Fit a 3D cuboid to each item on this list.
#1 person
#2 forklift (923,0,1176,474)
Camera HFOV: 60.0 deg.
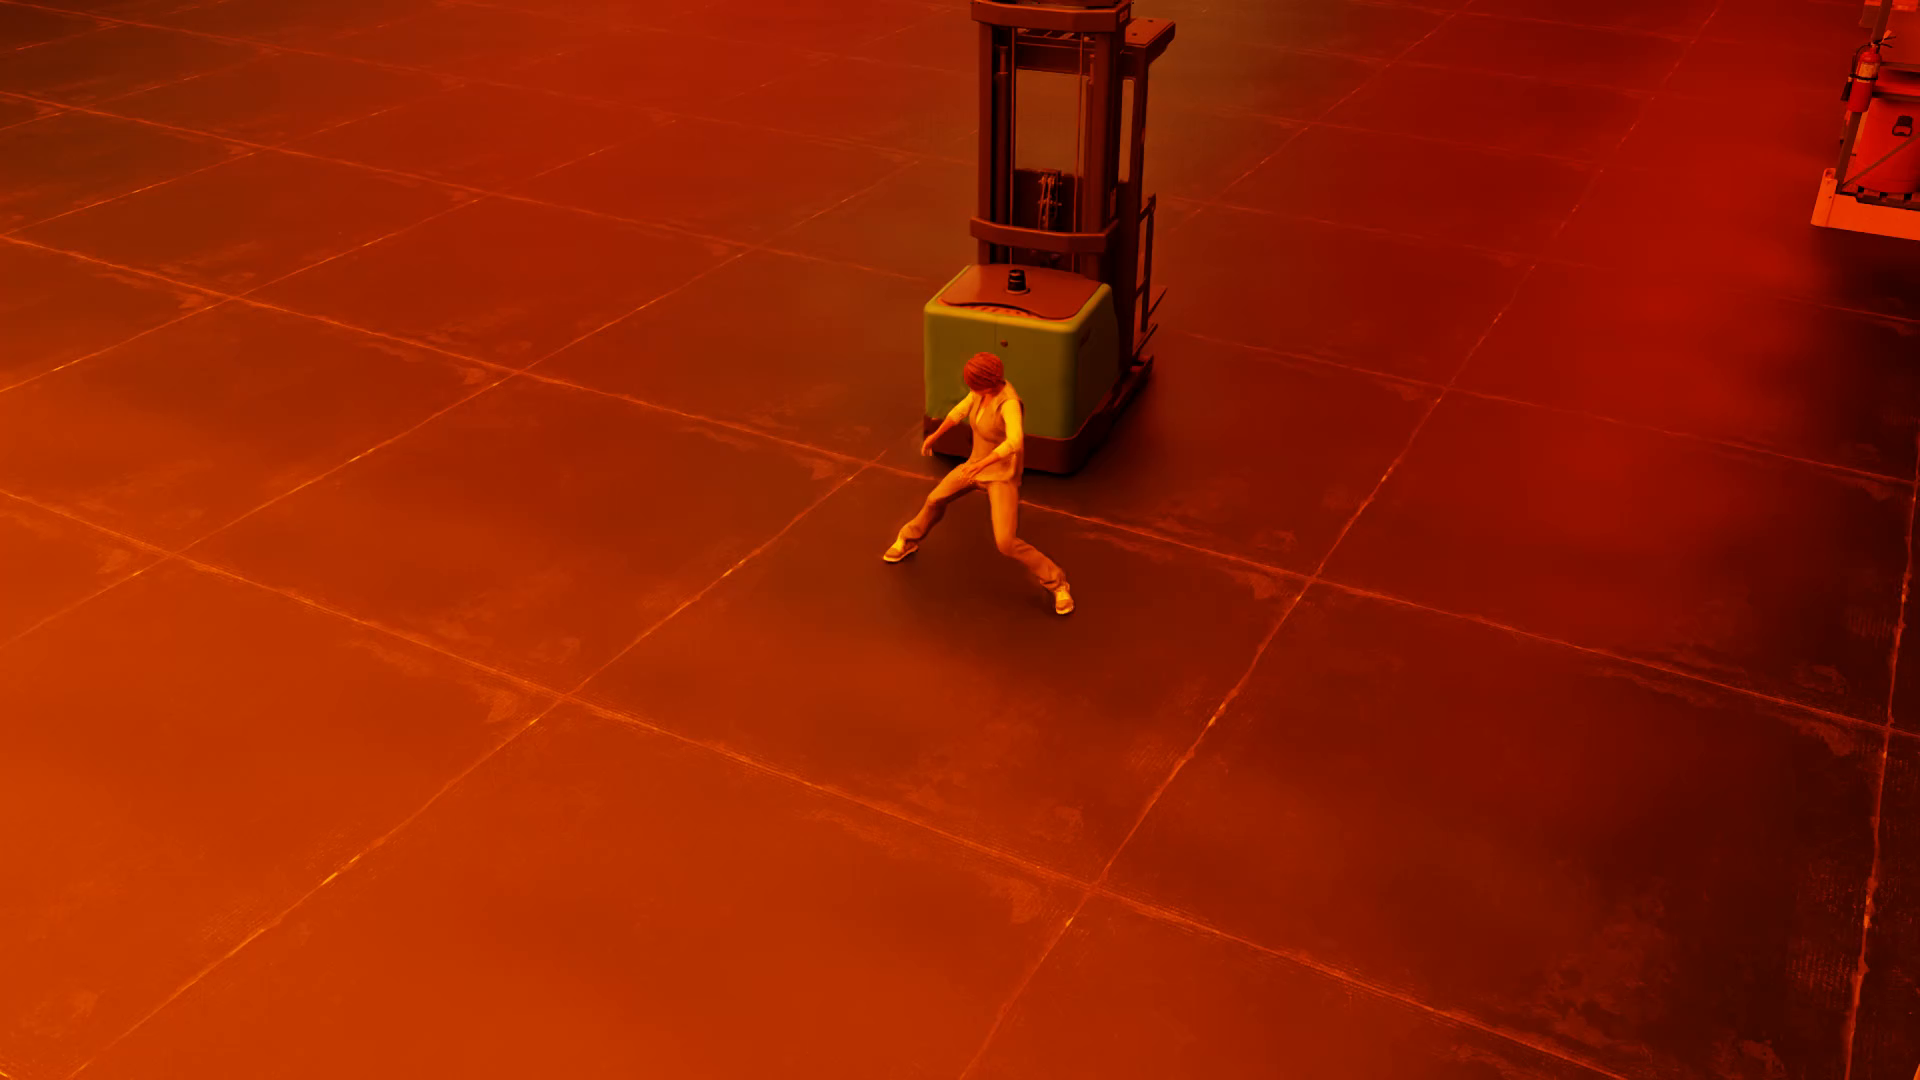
[{"bbox_3d":[0.101,-0.347,9.214,0.748,1.389,1.155,-15,33,-24],"label":"person"},{"bbox_3d":[0.758,-2.415,11.254,1.130,2.935,3.031,11,32,18],"label":"forklift"}]
